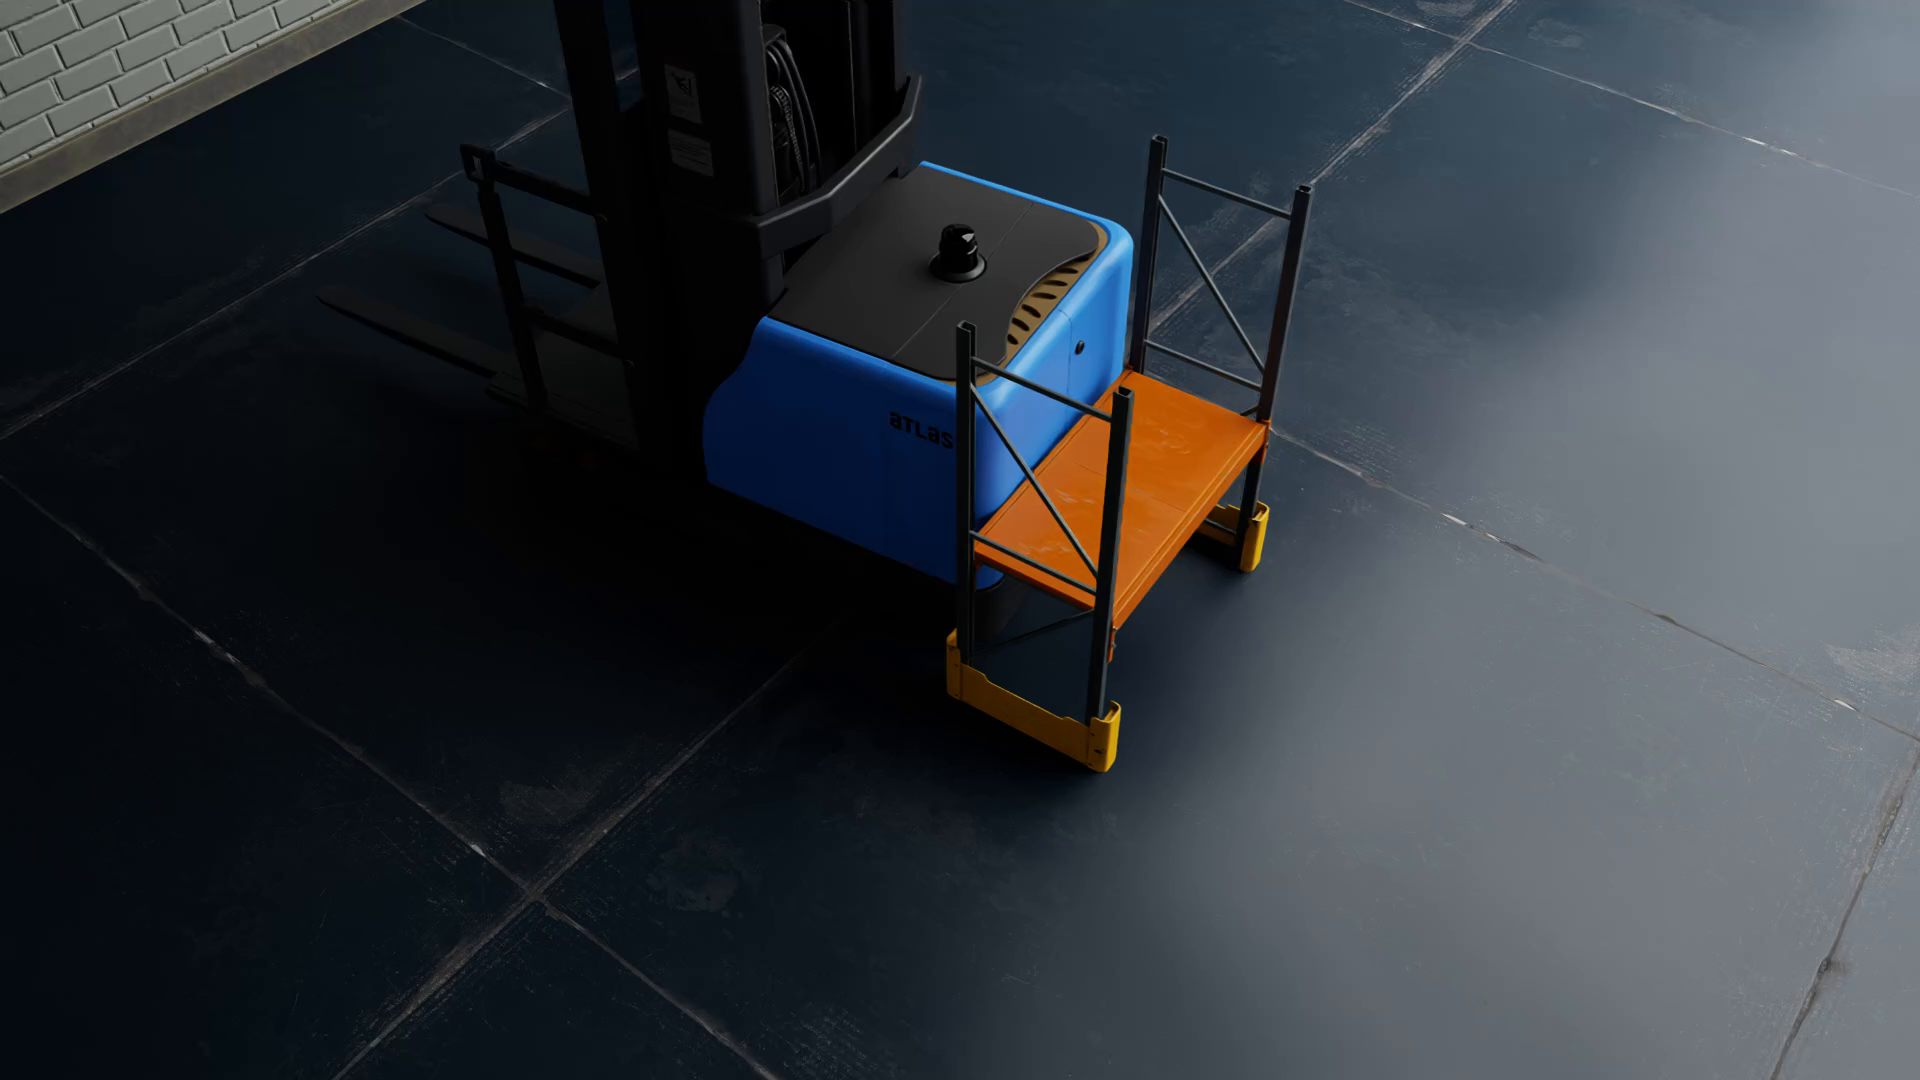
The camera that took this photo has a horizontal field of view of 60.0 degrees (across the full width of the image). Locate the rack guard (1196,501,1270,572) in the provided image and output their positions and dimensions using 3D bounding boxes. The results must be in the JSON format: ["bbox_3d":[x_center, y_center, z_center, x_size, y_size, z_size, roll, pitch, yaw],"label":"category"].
[{"bbox_3d":[0.764,-0.113,5.685,0.587,0.250,0.087,25,51,22],"label":"rack guard"}]

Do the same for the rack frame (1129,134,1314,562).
[{"bbox_3d":[0.765,-0.546,5.234,0.500,1.500,0.032,25,51,22],"label":"rack frame"}]

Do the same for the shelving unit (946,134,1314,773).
[{"bbox_3d":[0.491,-0.244,4.946,0.587,1.500,1.083,25,51,22],"label":"shelving unit"}]

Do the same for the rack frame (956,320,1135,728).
[{"bbox_3d":[0.206,0.069,4.647,0.500,1.500,0.032,25,51,22],"label":"rack frame"}]

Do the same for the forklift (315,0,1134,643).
[{"bbox_3d":[-0.979,-1.470,5.127,3.031,2.935,1.130,22,50,20],"label":"forklift"}]

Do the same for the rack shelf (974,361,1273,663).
[{"bbox_3d":[0.486,-0.114,5.071,0.538,0.185,1.000,25,51,22],"label":"rack shelf"}]

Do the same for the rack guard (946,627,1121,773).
[{"bbox_3d":[0.217,0.489,5.110,0.587,0.250,0.087,25,51,22],"label":"rack guard"}]
